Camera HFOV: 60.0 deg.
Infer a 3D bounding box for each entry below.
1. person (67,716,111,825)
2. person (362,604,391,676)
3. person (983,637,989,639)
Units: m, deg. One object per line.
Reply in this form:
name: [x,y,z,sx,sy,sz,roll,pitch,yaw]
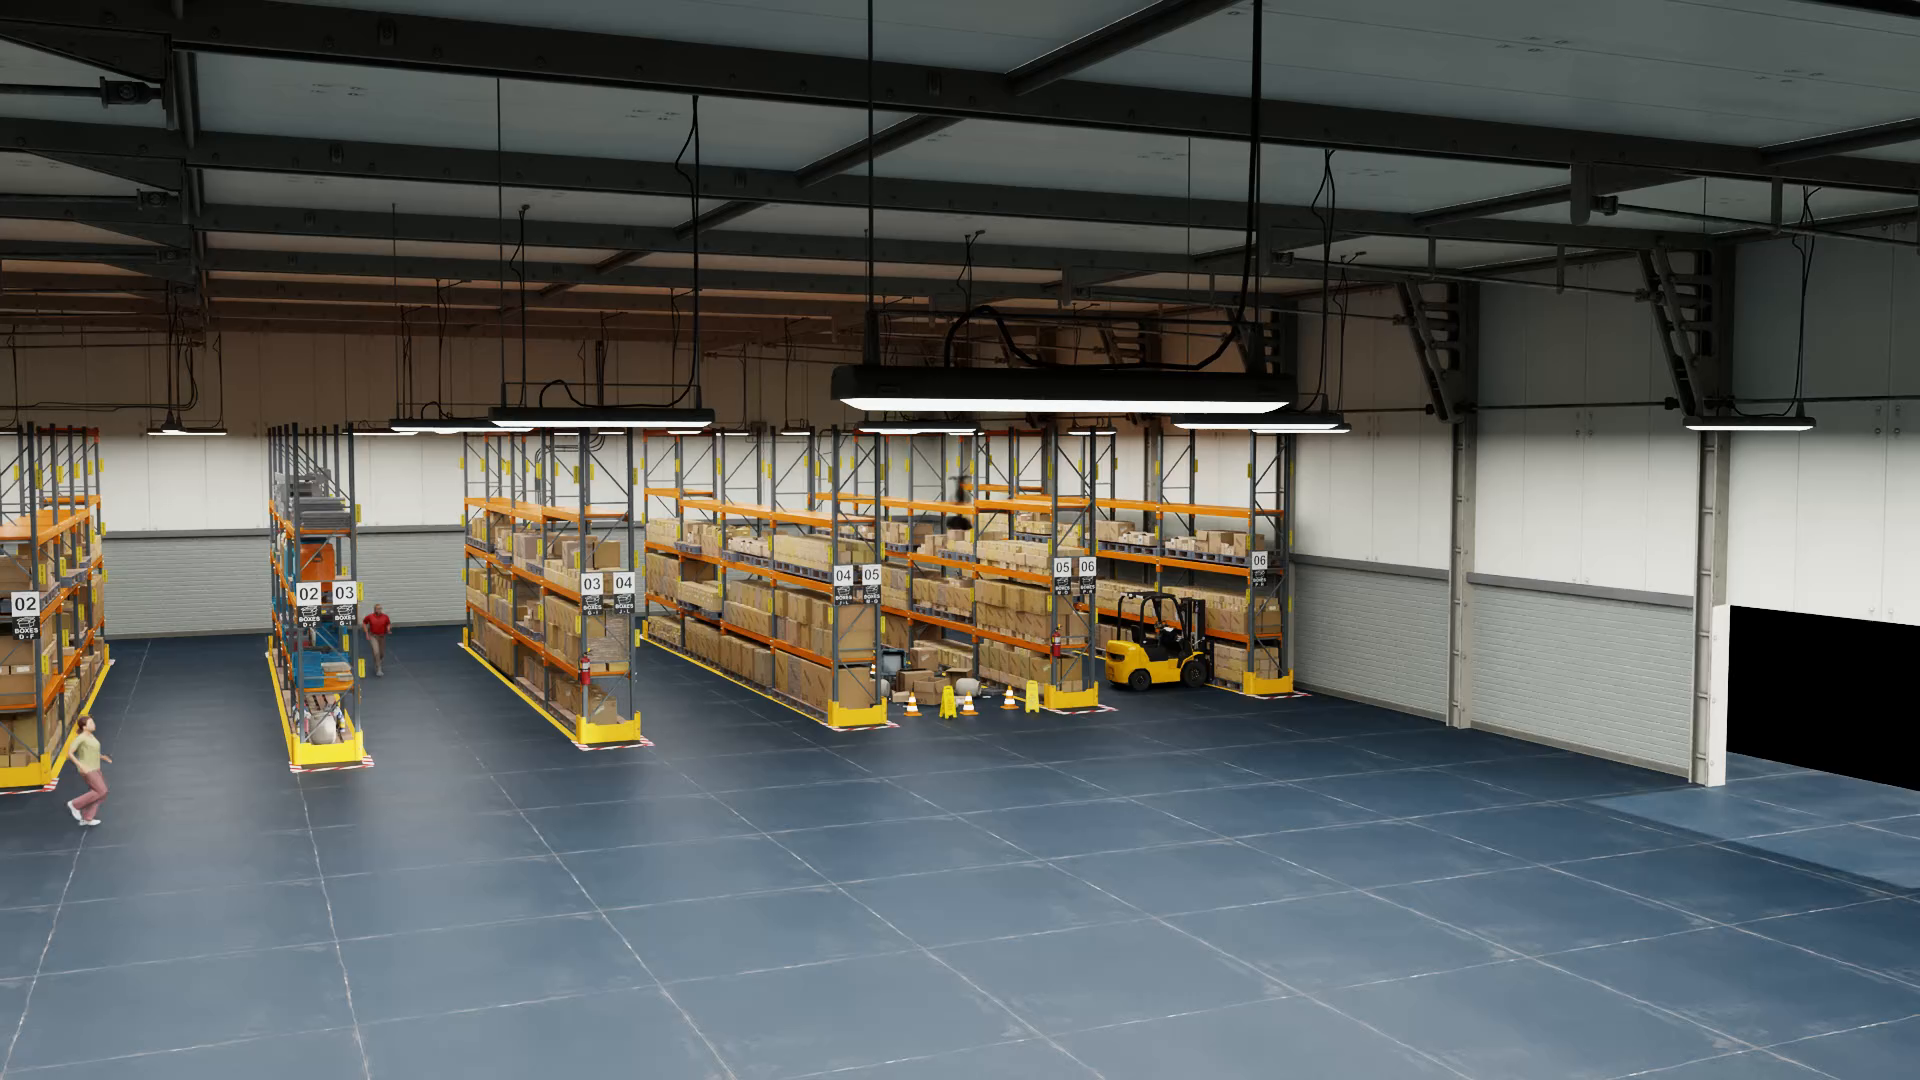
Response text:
person: [-12.865,3.406,24.580,0.549,1.622,0.591,0,4,-5]
person: [-14.207,2.448,40.523,0.645,1.639,0.874,-2,4,-34]
person: [0.748,2.196,43.311,0.661,1.792,0.656,-1,4,-23]
